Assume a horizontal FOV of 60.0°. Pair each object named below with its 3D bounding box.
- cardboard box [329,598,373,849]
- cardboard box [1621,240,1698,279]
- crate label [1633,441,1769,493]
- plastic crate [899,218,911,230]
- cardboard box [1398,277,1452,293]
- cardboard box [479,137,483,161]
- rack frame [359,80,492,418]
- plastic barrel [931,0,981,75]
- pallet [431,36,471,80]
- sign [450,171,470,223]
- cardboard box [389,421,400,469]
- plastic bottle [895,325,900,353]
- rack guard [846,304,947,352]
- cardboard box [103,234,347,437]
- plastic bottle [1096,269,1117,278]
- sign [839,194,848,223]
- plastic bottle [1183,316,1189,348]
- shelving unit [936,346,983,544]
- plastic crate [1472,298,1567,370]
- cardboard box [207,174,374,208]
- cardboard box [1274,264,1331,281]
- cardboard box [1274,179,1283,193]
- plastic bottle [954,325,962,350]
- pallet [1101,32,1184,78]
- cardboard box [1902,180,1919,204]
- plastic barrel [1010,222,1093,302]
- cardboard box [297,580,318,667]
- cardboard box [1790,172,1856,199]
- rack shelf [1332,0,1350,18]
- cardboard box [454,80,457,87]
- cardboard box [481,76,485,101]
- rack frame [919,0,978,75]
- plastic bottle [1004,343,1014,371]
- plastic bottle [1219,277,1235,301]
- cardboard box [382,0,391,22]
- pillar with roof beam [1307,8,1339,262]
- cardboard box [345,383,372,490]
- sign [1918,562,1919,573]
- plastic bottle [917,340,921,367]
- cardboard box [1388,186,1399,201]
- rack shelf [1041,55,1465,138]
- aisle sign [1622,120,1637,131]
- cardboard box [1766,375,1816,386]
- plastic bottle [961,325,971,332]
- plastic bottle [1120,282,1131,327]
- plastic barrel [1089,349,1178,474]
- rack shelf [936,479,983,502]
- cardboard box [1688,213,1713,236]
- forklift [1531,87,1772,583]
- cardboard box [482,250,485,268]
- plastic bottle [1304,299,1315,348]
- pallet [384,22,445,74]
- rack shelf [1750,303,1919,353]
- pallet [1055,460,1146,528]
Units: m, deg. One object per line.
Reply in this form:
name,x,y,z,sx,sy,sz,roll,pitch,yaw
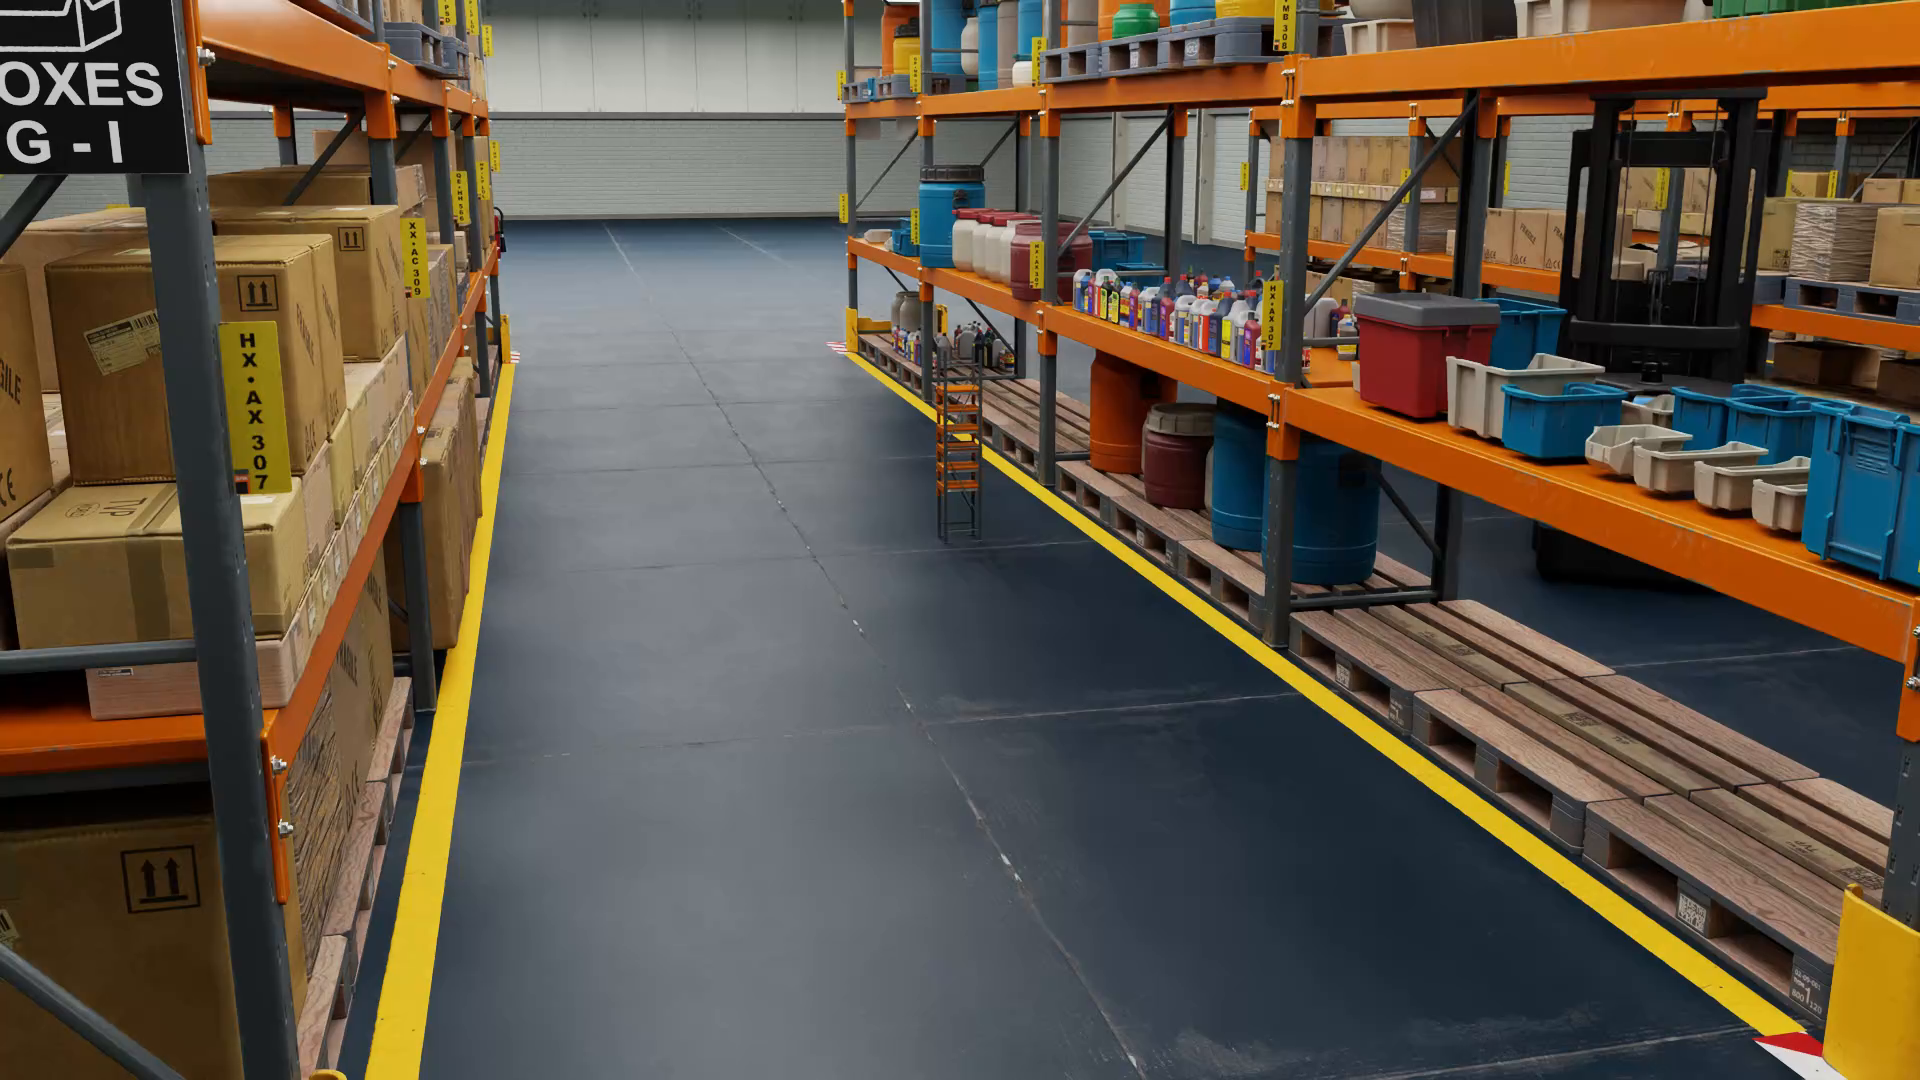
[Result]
cardboard box,-2.515,0.512,5.604,0.875,0.875,0.875,-3,14,-13
cardboard box,5.866,-2.329,13.826,0.500,0.311,0.500,-3,14,-14
crate label,2.440,-0.244,5.533,0.396,0.136,0.243,-3,14,-13
plastic crate,-0.399,-3.554,18.967,0.499,0.251,0.616,-3,14,-13
cardboard box,5.018,-2.549,17.870,0.500,0.500,0.500,-3,14,-13
cardboard box,-4.776,-3.554,15.708,0.500,0.500,0.500,-3,14,-13
rack frame,-4.682,-2.526,14.447,1.000,3.000,0.127,-3,14,-13
plastic barrel,0.003,-4.942,16.076,0.600,0.901,0.708,-3,14,-13
pallet,-3.540,-2.823,9.740,1.213,0.211,1.003,-3,14,-11
sign,-3.204,-2.198,10.662,0.100,0.325,0.005,-3,14,-13
cardboard box,-2.232,-0.329,5.981,0.380,0.149,0.250,-3,14,-12
plastic bottle,-0.649,-2.130,17.623,0.061,0.283,0.133,-3,14,-12
rack guard,-0.743,-2.496,19.589,1.175,0.500,0.348,-3,14,-13
cardboard box,-1.959,-0.554,4.484,0.500,0.500,0.500,-4,14,-15
plastic bottle,1.007,-1.710,11.367,0.152,0.276,0.135,-3,14,-13
sign,-1.343,-3.830,19.200,0.100,0.325,0.005,-3,14,-13
plastic bottle,1.315,-1.190,9.396,0.097,0.201,0.097,0,14,0
shelving unit,-0.003,-0.586,10.298,0.258,1.200,0.189,-3,14,-13
plastic crate,2.452,-0.889,7.654,0.392,0.384,0.575,-3,14,-13
cardboard box,-2.961,-1.363,7.363,0.797,0.503,0.637,-4,14,-15
cardboard box,4.038,-2.981,19.639,0.500,0.500,0.500,-3,14,-13
cardboard box,3.956,-4.201,19.723,0.380,0.149,0.250,-4,14,-15
plastic bottle,-0.020,-2.154,17.721,0.061,0.283,0.133,-3,14,-13
pallet,1.463,-2.759,9.477,1.003,0.211,1.213,-3,14,-13
cardboard box,9.973,-3.368,16.755,0.700,0.500,0.500,-2,14,-7
plastic barrel,0.668,-2.036,12.153,0.600,0.536,0.708,-3,14,-13
cardboard box,-1.688,0.205,3.798,0.380,0.149,0.250,-3,14,-14
cardboard box,9.351,-3.747,18.139,0.500,0.500,0.500,-3,14,-13
rack shelf,4.478,-5.909,18.013,1.077,0.370,4.000,-3,14,-13
cardboard box,-3.856,-3.347,11.801,0.500,0.250,0.500,-3,14,-12
cardboard box,-5.141,-4.621,17.017,0.500,0.250,0.500,-3,14,-13
rack frame,0.132,-5.717,14.865,1.000,3.000,0.127,-3,14,-13
plastic bottle,0.484,-1.789,16.249,0.097,0.271,0.097,0,14,0
plastic bottle,1.736,-1.577,10.832,0.097,0.271,0.097,0,14,0
cardboard box,-3.242,-2.845,8.328,0.797,0.503,0.637,-3,14,-14
pillar with roof beam,2.825,-9.607,30.787,9.100,9.000,0.400,-3,14,-13
cardboard box,-2.085,-0.311,5.069,0.500,0.250,0.500,-4,14,-14
sign,2.420,-0.079,4.085,0.100,0.325,0.005,-3,14,-13
plastic bottle,-0.344,-1.906,16.562,0.144,0.351,0.185,-4,14,-16
cardboard box,4.620,-3.549,17.056,0.380,0.149,0.250,-4,14,-14
rack shelf,1.541,-2.526,9.641,1.077,0.370,4.000,-3,14,-13
aisle sign,8.514,-5.540,21.305,0.394,0.787,0.004,-3,14,-13
cardboard box,6.335,-0.951,12.341,0.500,0.500,0.500,-3,14,-11
plastic bottle,0.083,-2.157,17.746,0.152,0.276,0.135,-3,14,-13
plastic bottle,1.054,-1.480,10.436,0.097,0.271,0.097,0,14,0
plastic barrel,1.203,-0.917,11.549,0.600,0.830,0.708,-3,14,-13
rack shelf,-0.003,-0.310,10.366,0.258,0.103,0.180,-3,14,-13
cardboard box,8.995,-3.730,19.649,0.500,0.250,0.500,-3,14,-13
forklift,4.288,-1.478,10.301,1.130,2.935,3.031,5,15,20
cardboard box,-4.486,-2.529,14.987,0.380,0.149,0.250,-3,14,-13
plastic bottle,1.908,-1.230,9.401,0.152,0.276,0.135,-3,14,-13
pallet,-3.274,-2.565,8.685,1.003,0.211,1.213,-3,14,-11
rack shelf,6.357,-1.344,11.123,1.077,0.370,4.000,-3,14,-13
pallet,1.297,-0.345,11.396,1.003,0.211,1.213,-3,14,-13
